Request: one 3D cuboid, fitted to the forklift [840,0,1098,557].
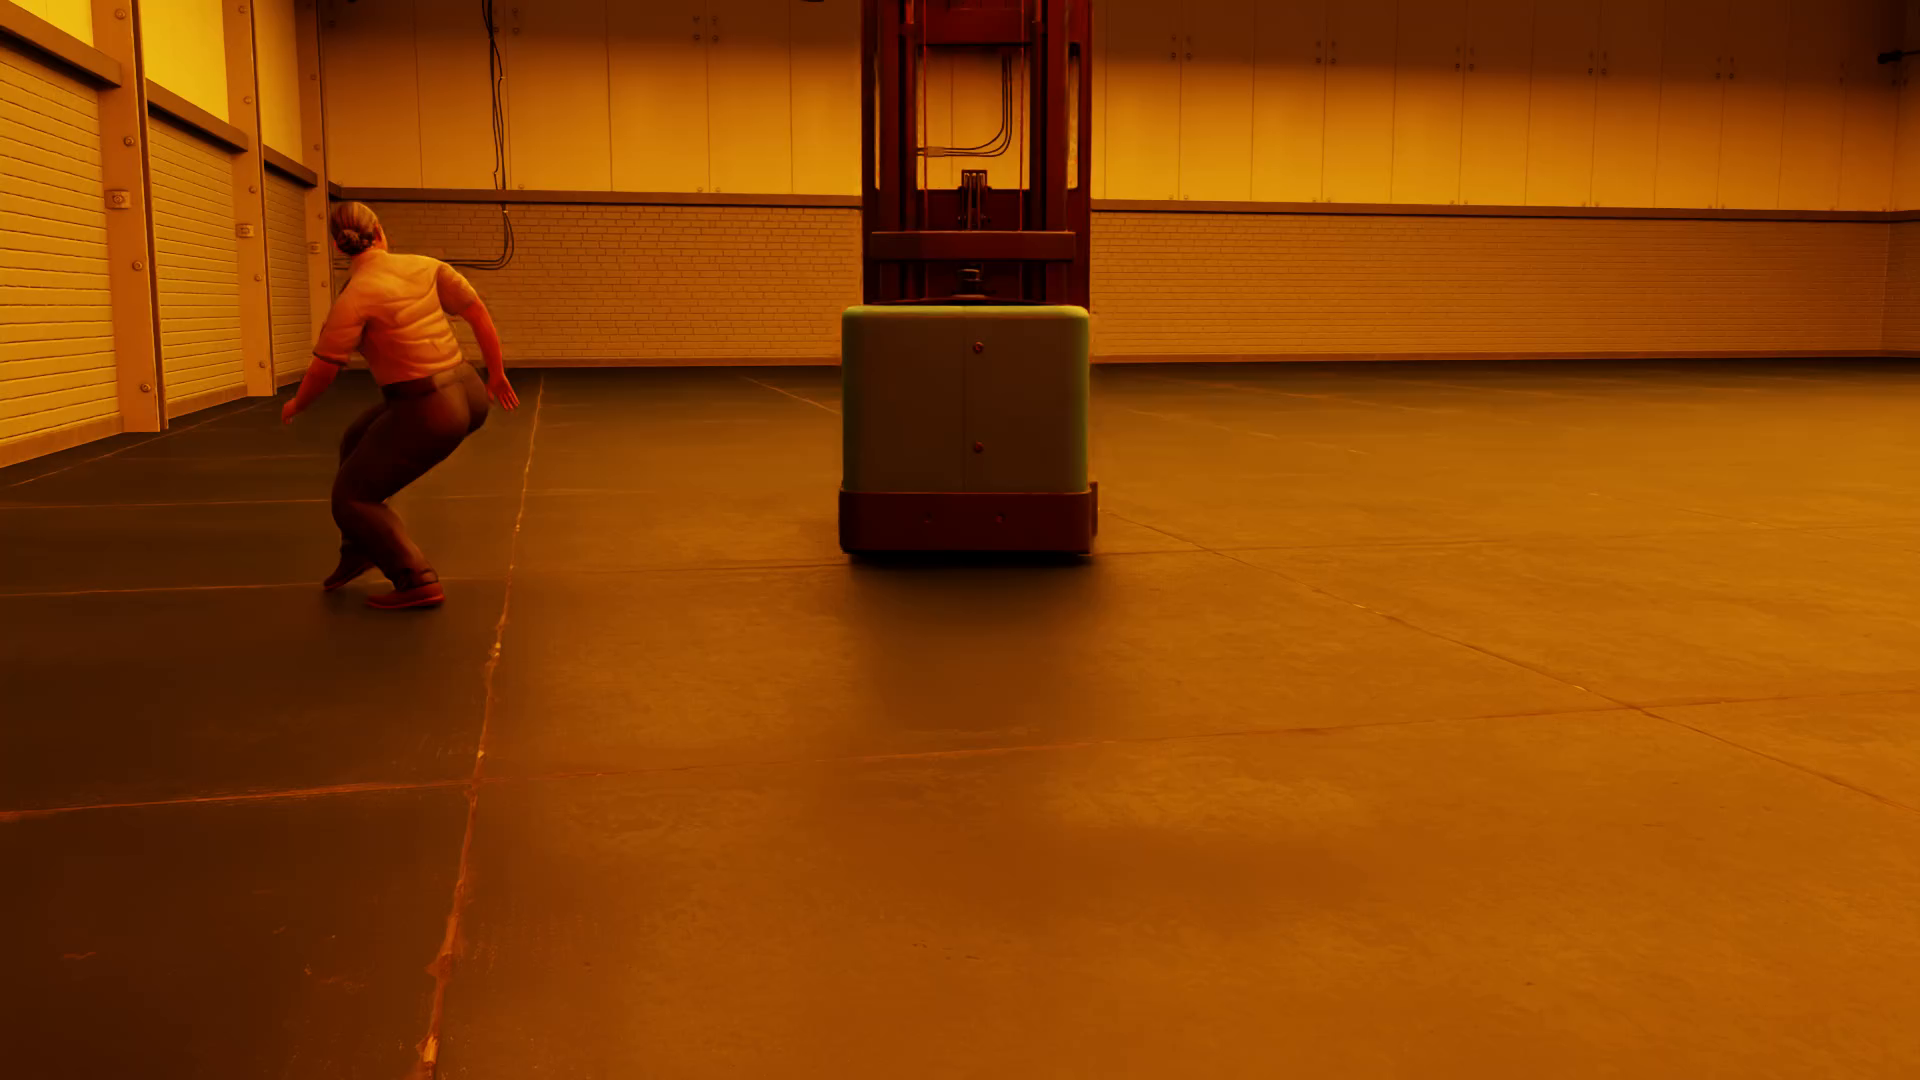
[{"bbox_3d":[0.091,-1.546,8.180,1.130,2.935,3.031,0,8,3],"label":"forklift"}]

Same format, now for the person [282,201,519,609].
[{"bbox_3d":[-2.105,-0.492,6.125,0.713,1.450,0.705,2,8,15],"label":"person"}]
